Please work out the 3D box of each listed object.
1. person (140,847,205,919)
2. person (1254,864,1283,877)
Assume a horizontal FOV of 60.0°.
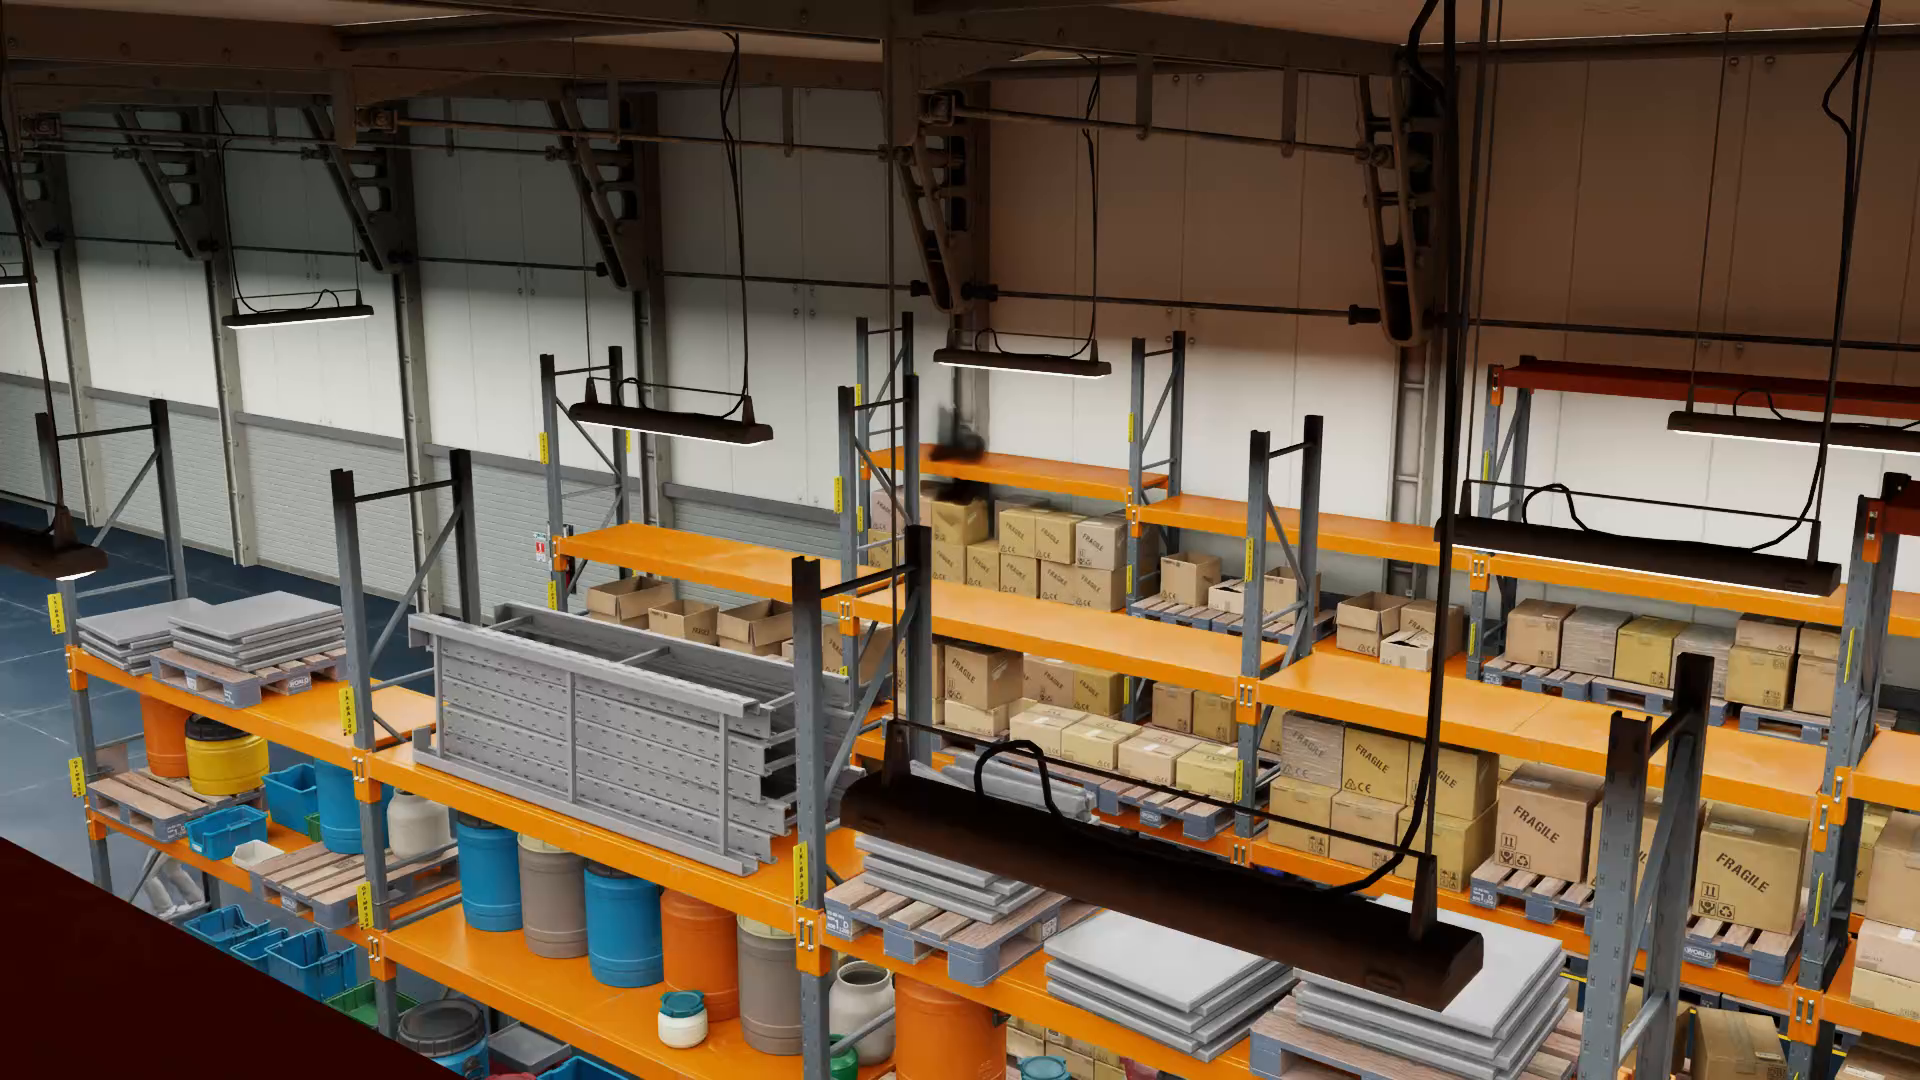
[{"bbox_3d":[-8.402,3.248,17.589,0.689,1.714,0.544,-7,15,-27],"label":"person"},{"bbox_3d":[2.827,3.643,15.909,0.646,1.626,0.550,5,14,19],"label":"person"}]
